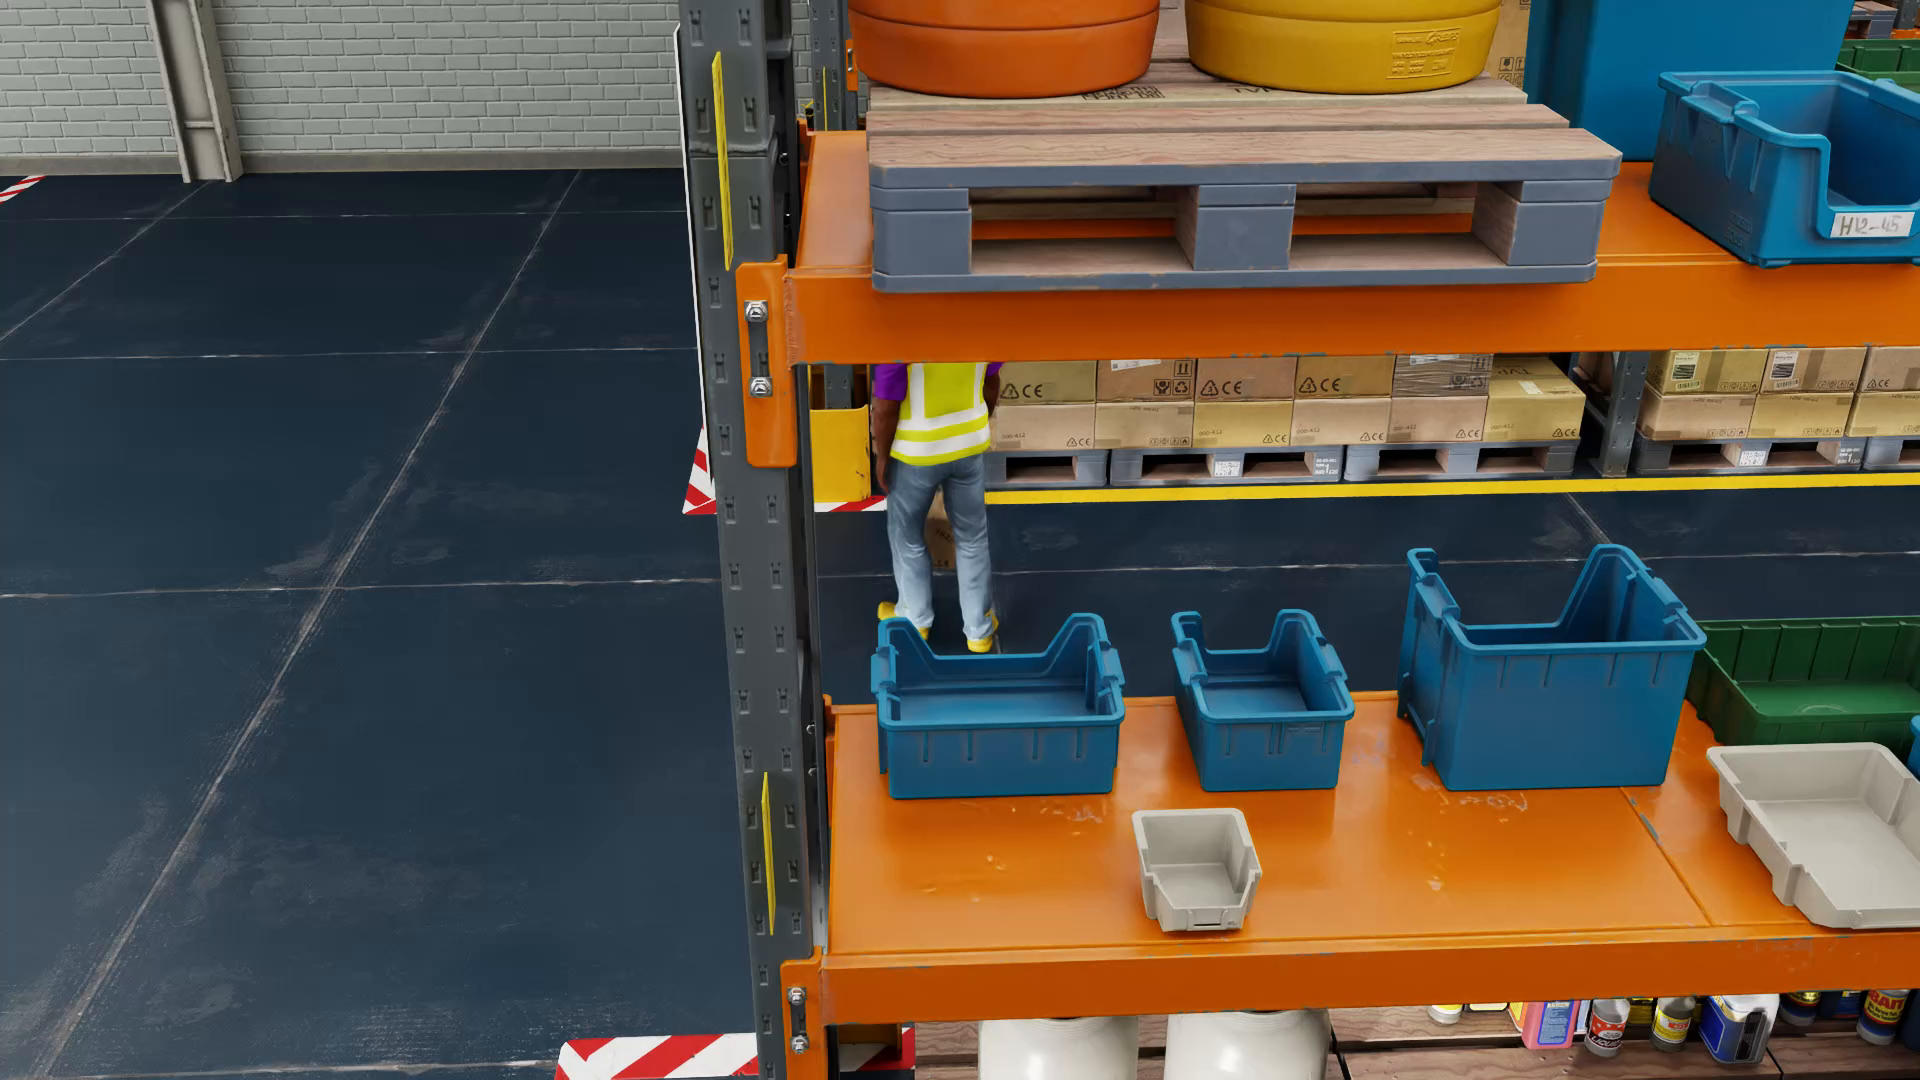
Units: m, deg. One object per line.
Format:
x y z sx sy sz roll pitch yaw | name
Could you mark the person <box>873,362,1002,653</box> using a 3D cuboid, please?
-0.107 -0.377 6.818 0.574 1.766 0.547 -13 30 -23 | person
